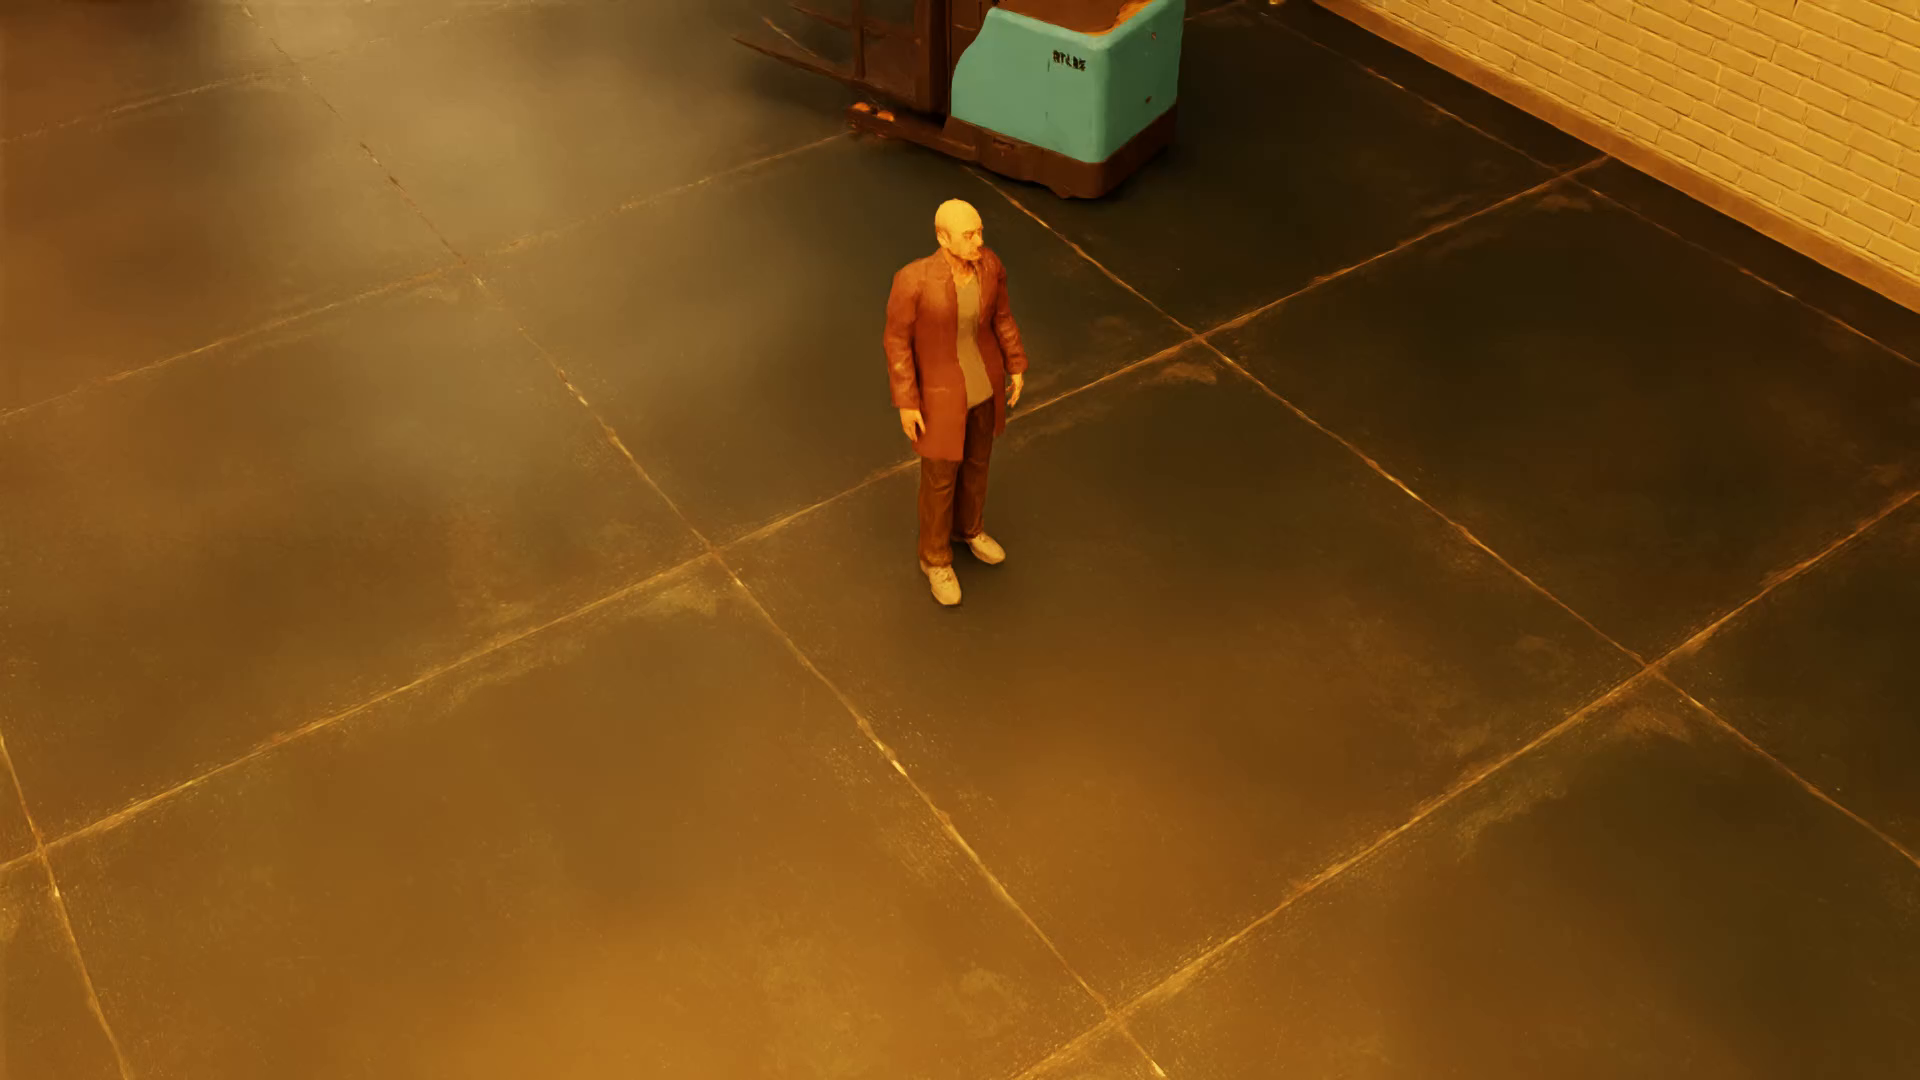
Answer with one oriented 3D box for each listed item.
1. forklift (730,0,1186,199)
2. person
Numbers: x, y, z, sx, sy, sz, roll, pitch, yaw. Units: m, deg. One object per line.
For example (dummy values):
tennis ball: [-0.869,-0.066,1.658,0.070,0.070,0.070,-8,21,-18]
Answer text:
forklift: [-0.131,-3.925,9.974,3.031,2.935,1.130,25,48,25]
person: [0.048,-0.606,7.214,0.694,1.776,0.580,-25,48,-25]
